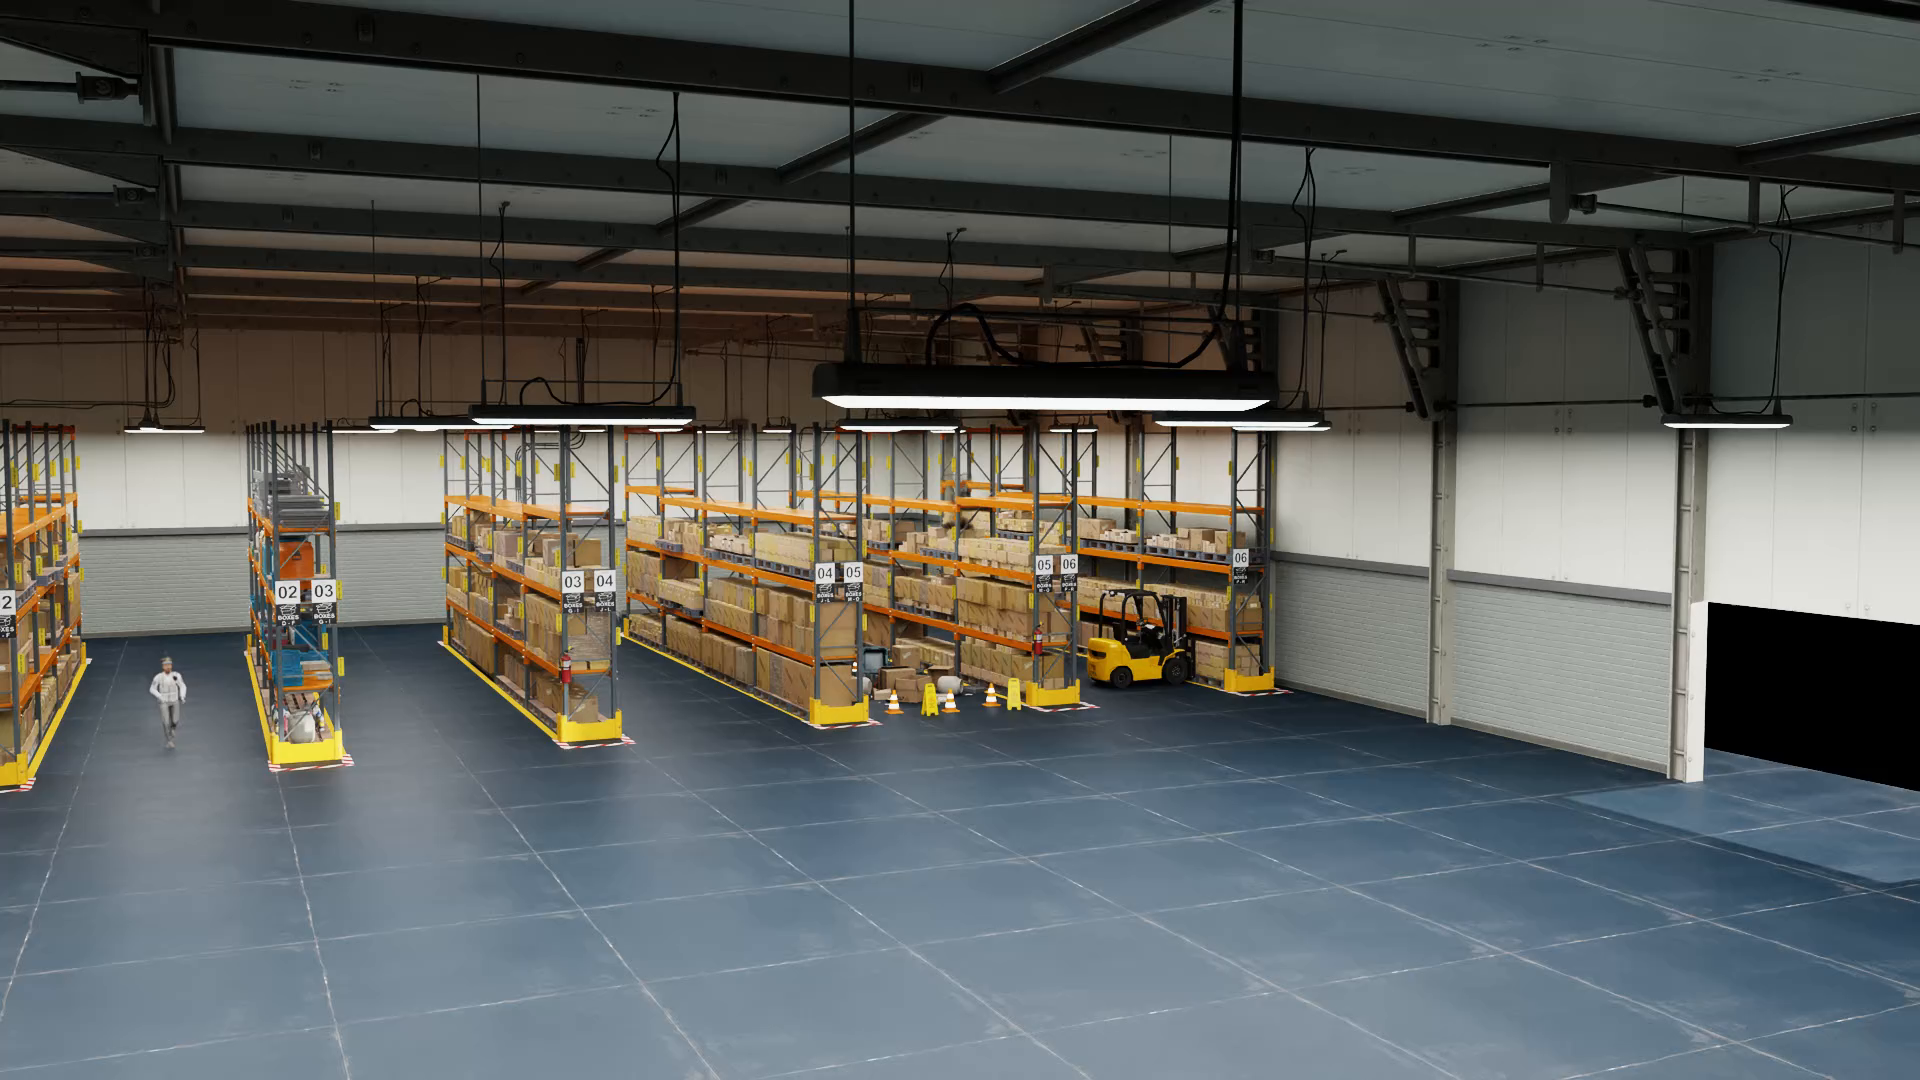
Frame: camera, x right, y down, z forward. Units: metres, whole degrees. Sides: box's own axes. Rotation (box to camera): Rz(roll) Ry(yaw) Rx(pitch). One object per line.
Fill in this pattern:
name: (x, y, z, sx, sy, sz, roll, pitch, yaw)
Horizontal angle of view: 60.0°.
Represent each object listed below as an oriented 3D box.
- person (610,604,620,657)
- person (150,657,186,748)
person: (-9.194, 2.188, 43.449, 0.602, 1.664, 0.787, -2, 4, -27)
person: (-14.605, 2.988, 30.694, 0.616, 1.659, 0.514, -2, 4, -31)
